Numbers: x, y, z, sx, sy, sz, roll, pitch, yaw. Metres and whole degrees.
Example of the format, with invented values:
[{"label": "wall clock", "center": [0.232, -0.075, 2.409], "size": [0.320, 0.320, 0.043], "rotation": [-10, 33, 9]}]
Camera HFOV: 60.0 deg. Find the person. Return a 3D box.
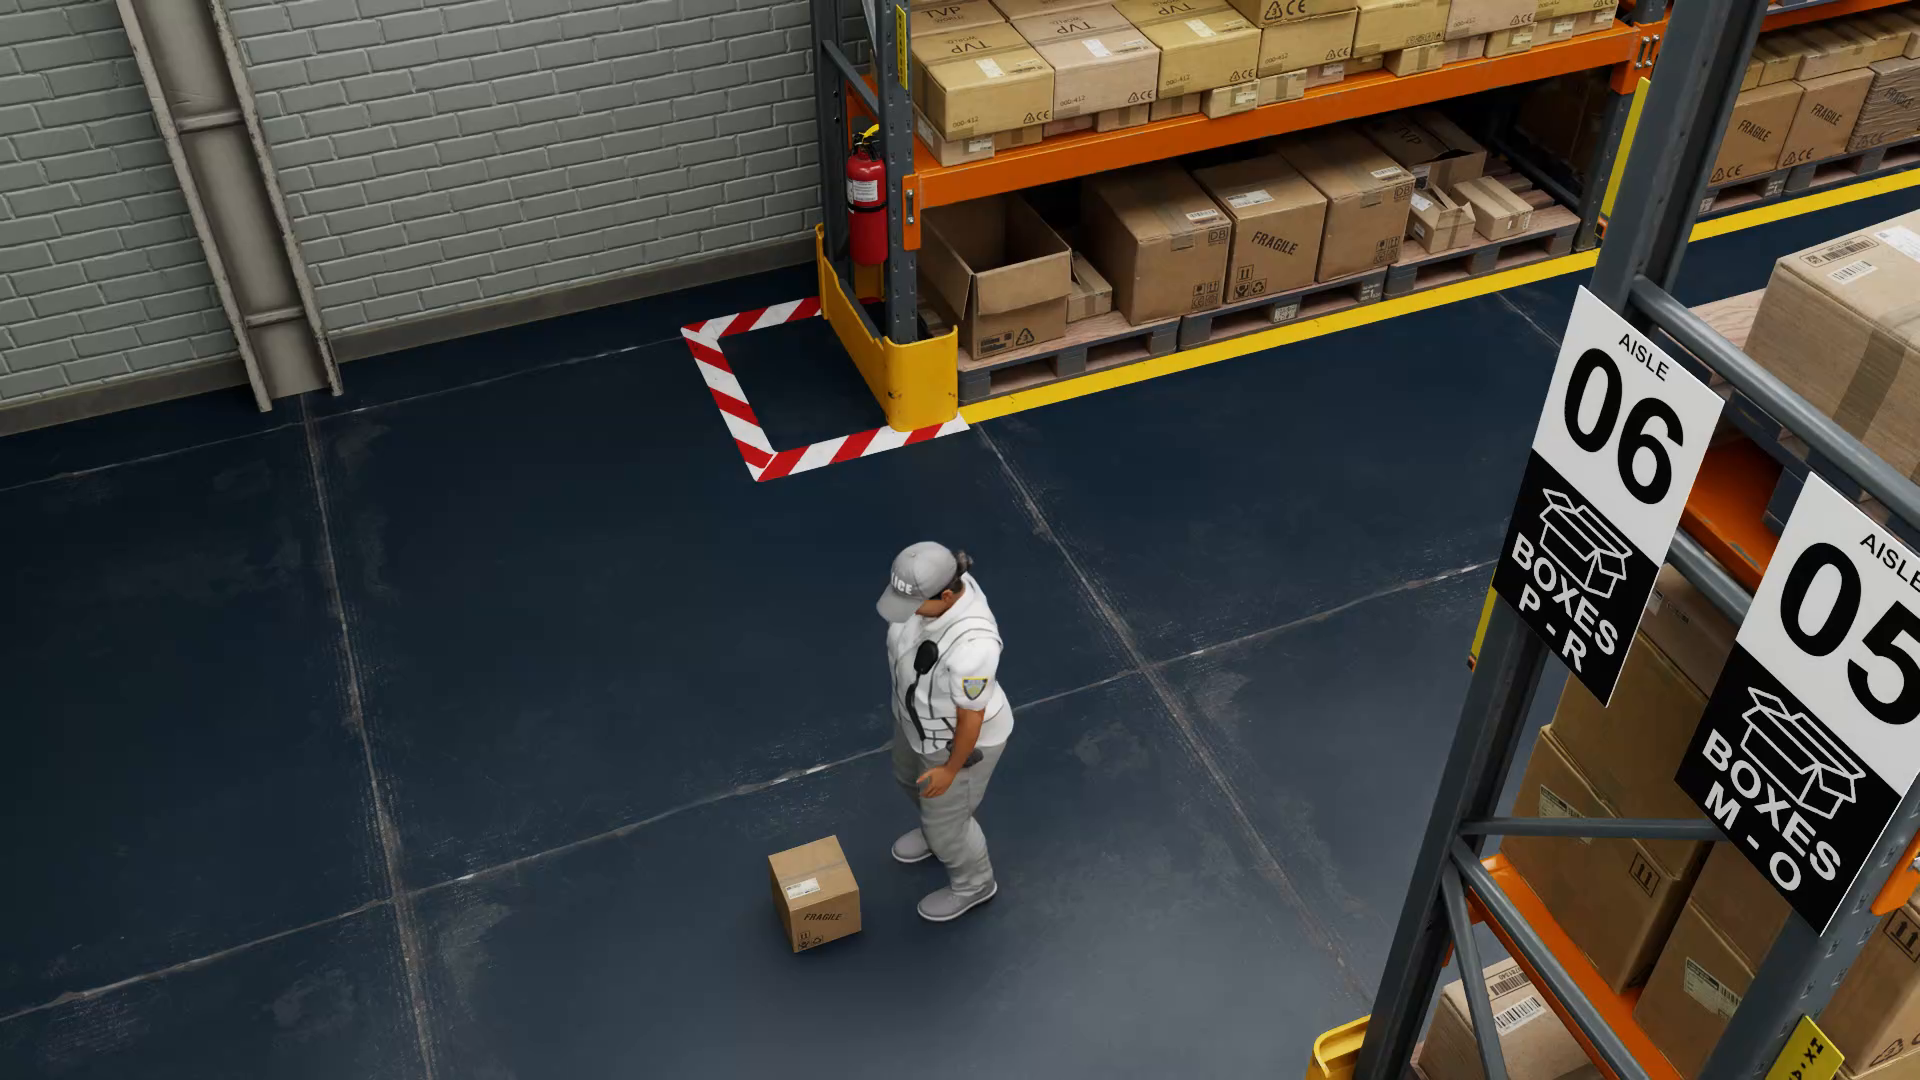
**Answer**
[{"label": "person", "center": [-0.052, 0.623, 5.491], "size": [0.429, 1.643, 0.483], "rotation": [-15, 44, -16]}]
